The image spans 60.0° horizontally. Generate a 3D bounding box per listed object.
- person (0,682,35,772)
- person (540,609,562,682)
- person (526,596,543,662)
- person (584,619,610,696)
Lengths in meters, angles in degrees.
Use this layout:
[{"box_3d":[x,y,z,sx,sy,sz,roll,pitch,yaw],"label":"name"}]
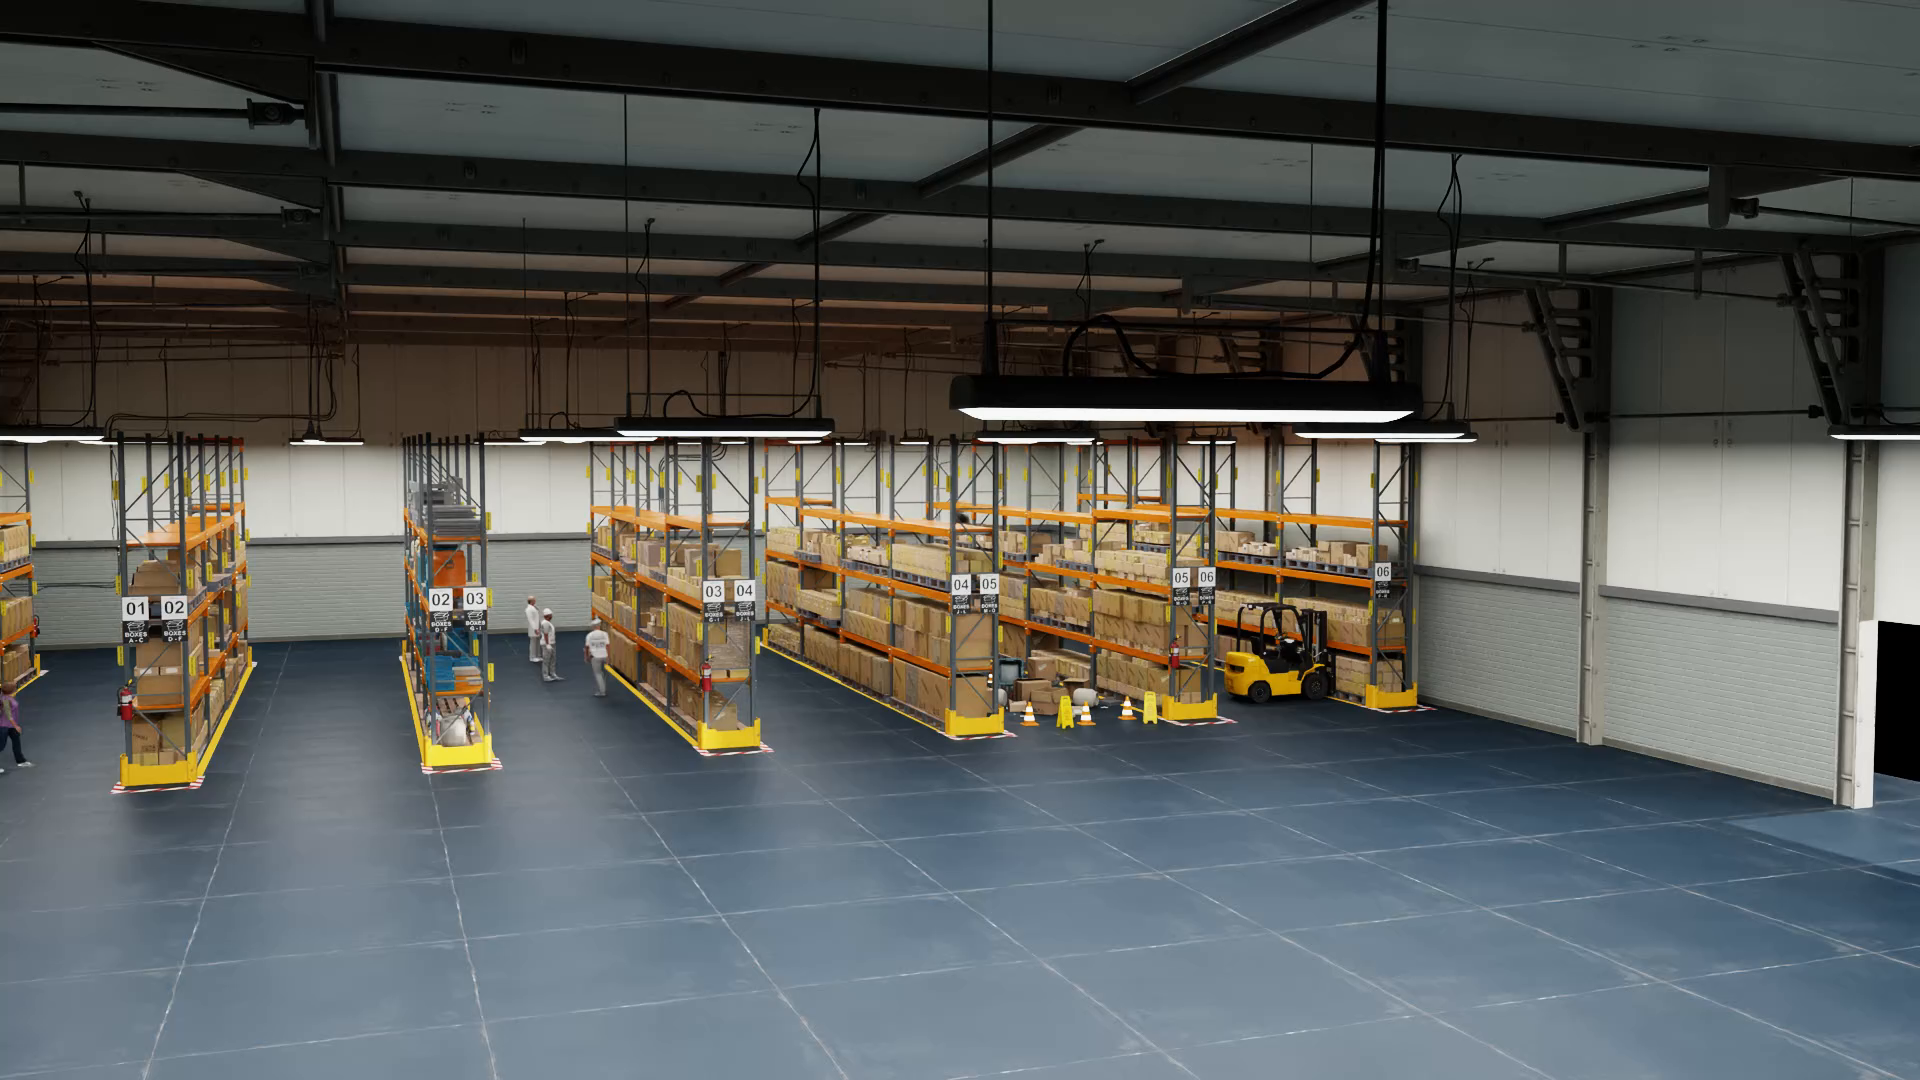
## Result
[{"box_3d":[-16.860,3.310,29.520,0.598,1.575,0.605,-1,3,-12],"label":"person"},{"box_3d":[-10.084,2.573,40.864,0.475,1.786,0.627,0,3,7],"label":"person"},{"box_3d":[-11.380,2.382,44.656,0.416,1.793,0.701,1,3,10],"label":"person"},{"box_3d":[-8.366,2.749,38.311,0.564,1.854,0.554,2,4,30],"label":"person"}]
